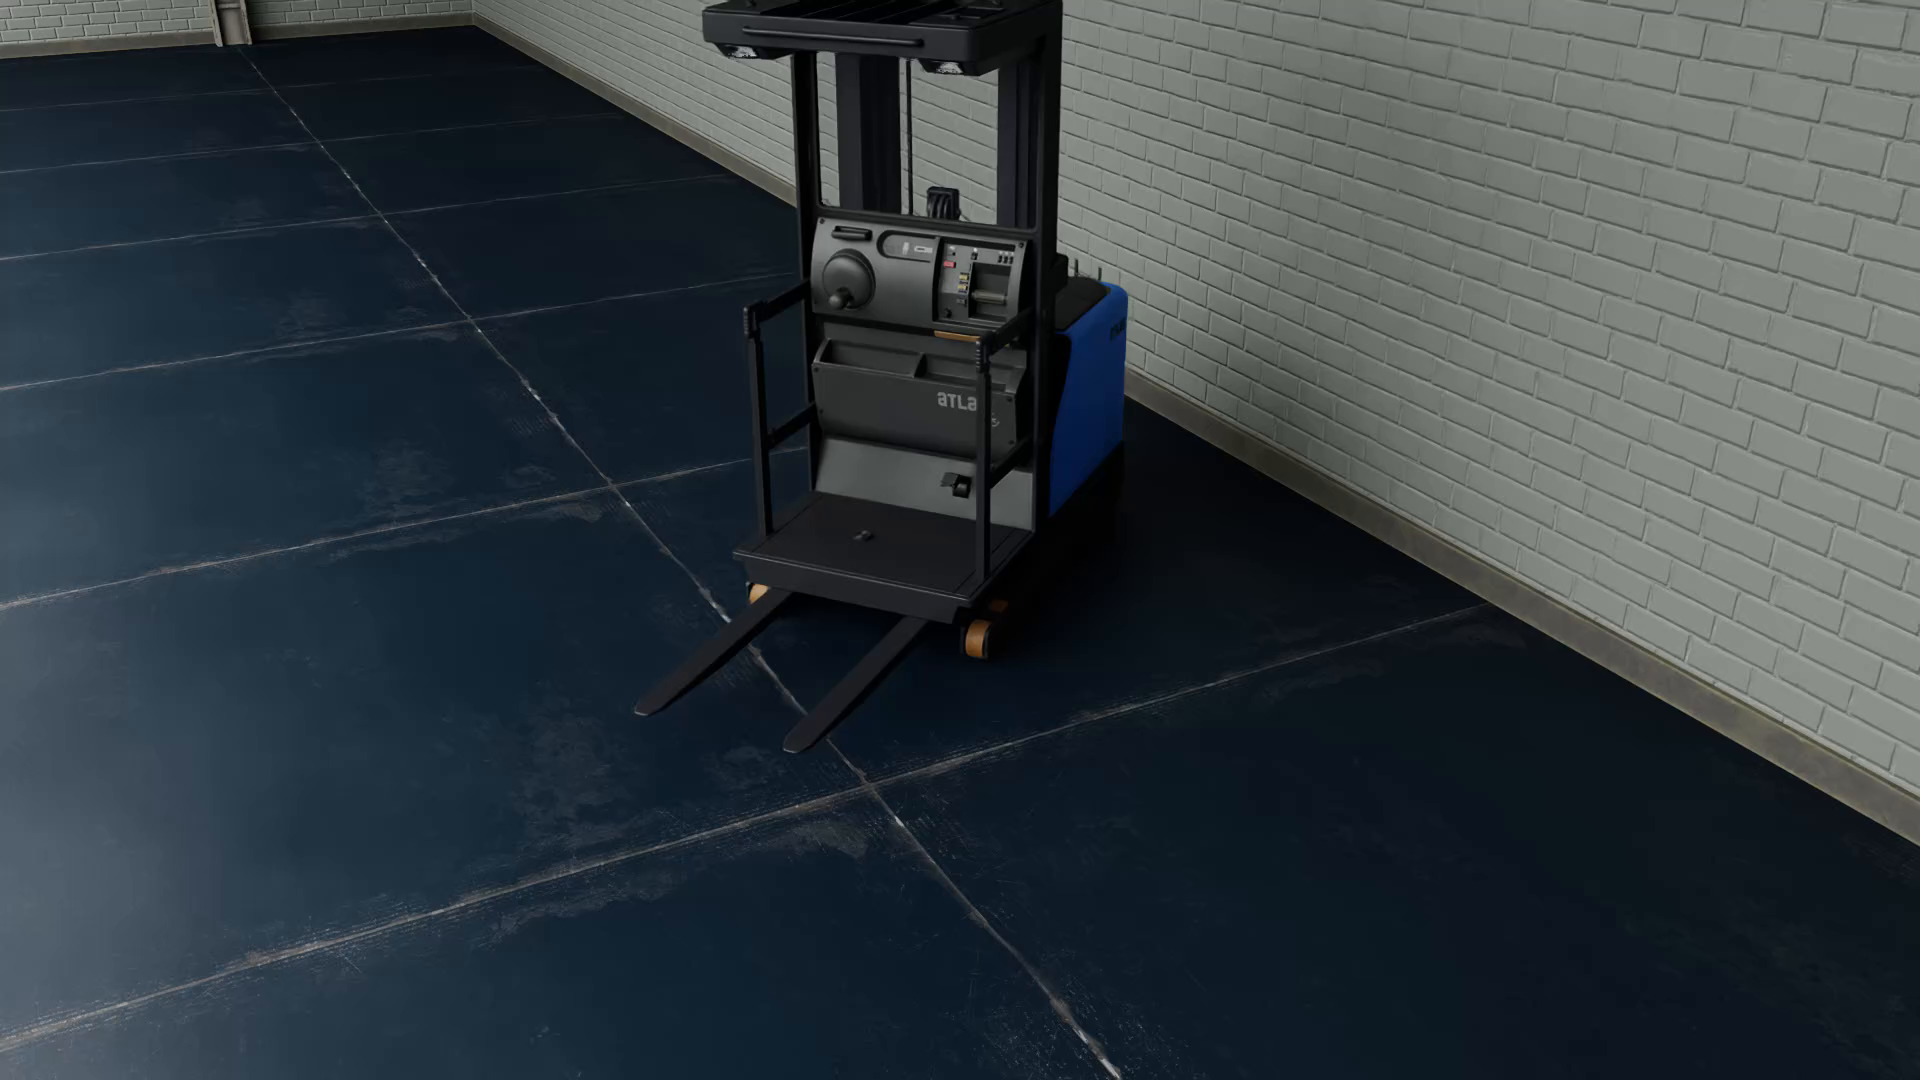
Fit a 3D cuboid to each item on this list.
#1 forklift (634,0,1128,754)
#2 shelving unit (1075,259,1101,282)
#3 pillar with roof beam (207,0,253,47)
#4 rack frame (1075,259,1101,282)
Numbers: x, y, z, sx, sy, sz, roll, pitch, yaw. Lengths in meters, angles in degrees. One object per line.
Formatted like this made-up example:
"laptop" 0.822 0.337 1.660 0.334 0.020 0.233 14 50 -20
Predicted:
"forklift" -0.257 -1.046 6.542 1.130 2.935 3.031 11 28 21
"shelving unit" 0.532 -0.848 8.300 0.252 1.050 0.215 -17 30 -30
"pillar with roof beam" -6.922 -8.532 15.124 0.400 9.000 9.100 -13 29 -25
"rack frame" 0.632 -0.879 8.362 0.008 1.050 0.200 -17 30 -30
